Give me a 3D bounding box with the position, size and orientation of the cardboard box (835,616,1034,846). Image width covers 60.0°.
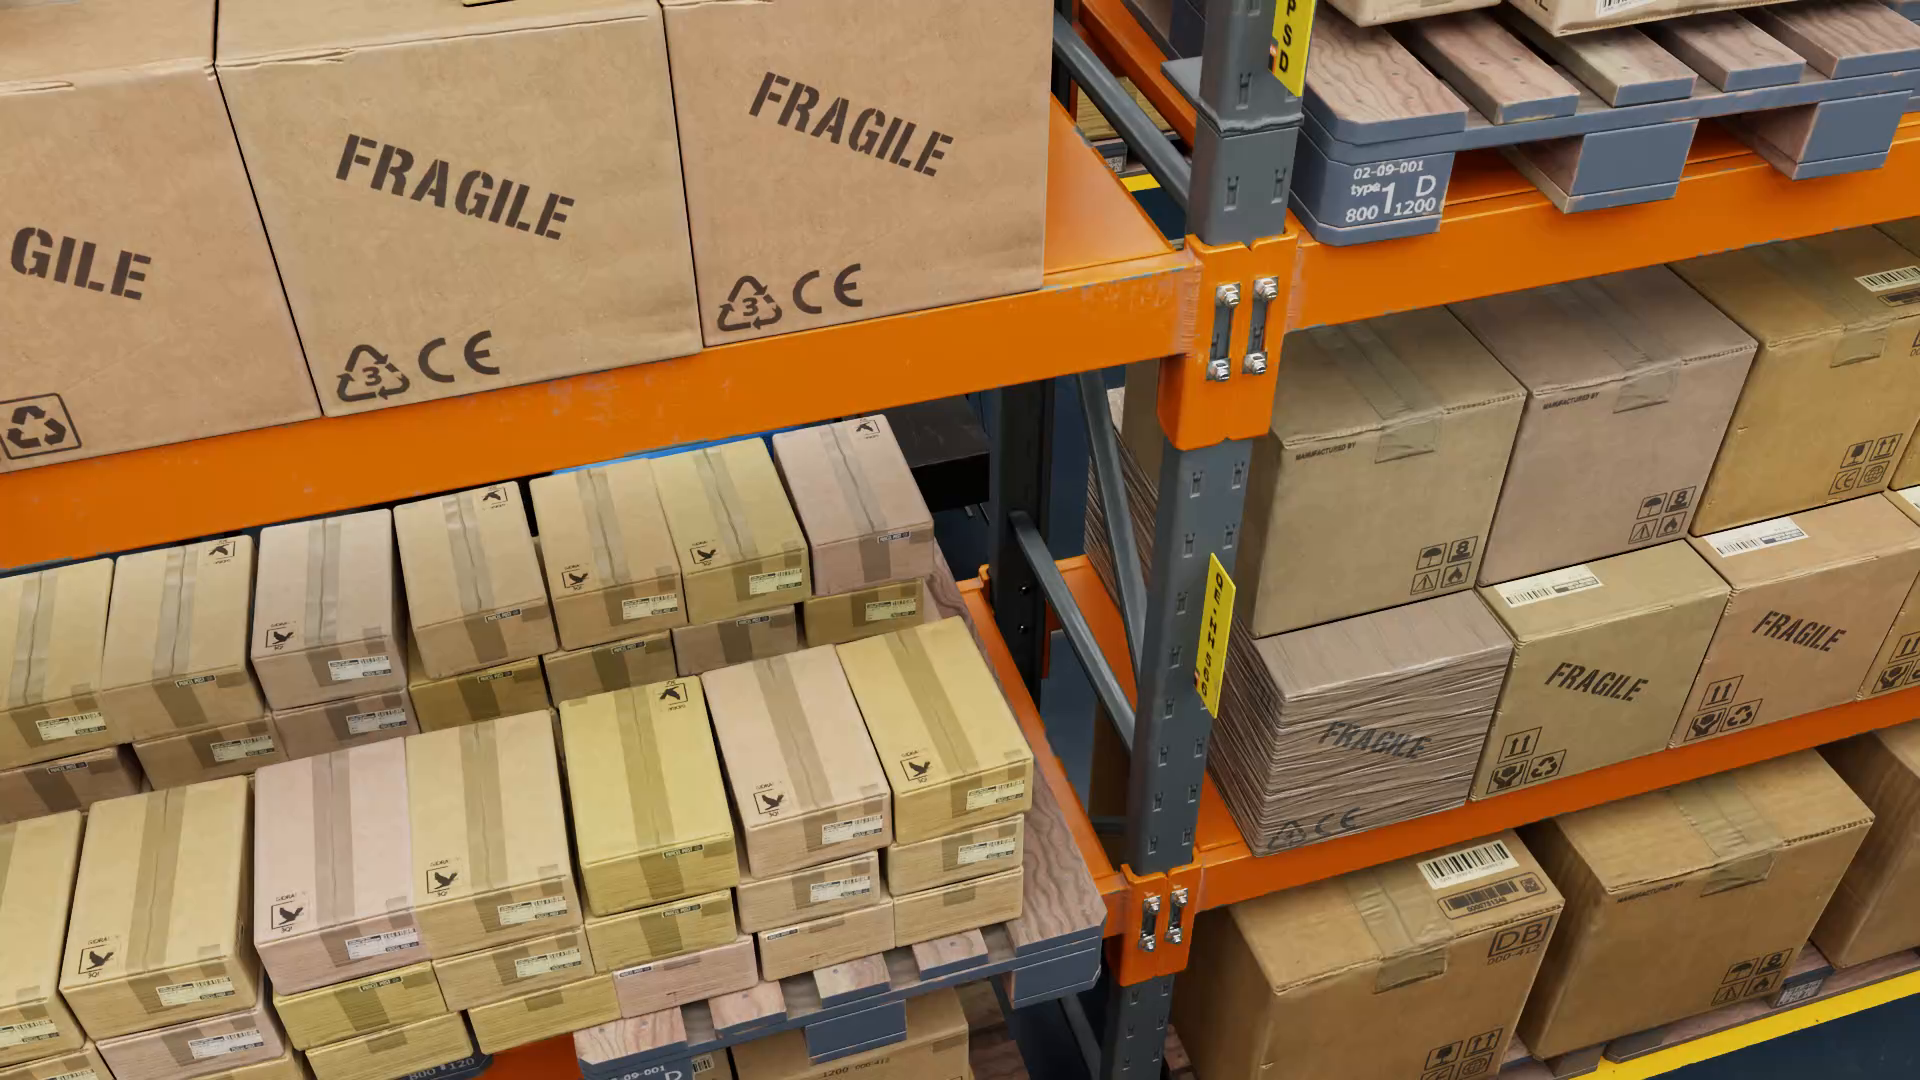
[{"bbox_3d":[-0.053,0.337,3.004,0.250,0.149,0.380,-13,43,-15],"label":"cardboard box"}]

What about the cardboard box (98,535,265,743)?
[{"bbox_3d":[-1.475,0.183,3.181,0.250,0.149,0.380,-10,42,-12],"label":"cardboard box"}]

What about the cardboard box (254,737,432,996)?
[{"bbox_3d":[-1.028,0.536,2.776,0.250,0.149,0.380,-12,42,-13],"label":"cardboard box"}]

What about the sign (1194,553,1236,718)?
[{"bbox_3d":[0.449,0.172,2.953,0.005,0.325,0.100,-12,42,-13],"label":"sign"}]

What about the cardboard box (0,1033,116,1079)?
[{"bbox_3d":[-1.533,0.755,2.751,0.250,0.149,0.380,-13,43,-14],"label":"cardboard box"}]

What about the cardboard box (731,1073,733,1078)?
[{"bbox_3d":[-0.768,1.417,3.928,0.500,0.500,0.500,-10,42,-11],"label":"cardboard box"}]

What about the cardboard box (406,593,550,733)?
[{"bbox_3d":[-0.996,0.194,3.394,0.250,0.149,0.380,-12,42,-13],"label":"cardboard box"}]

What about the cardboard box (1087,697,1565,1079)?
[{"bbox_3d":[0.885,0.865,4.371,0.750,0.750,1.050,-12,43,-14],"label":"cardboard box"}]

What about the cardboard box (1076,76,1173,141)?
[{"bbox_3d":[0.662,-2.418,8.416,0.625,0.372,0.950,-10,42,-12],"label":"cardboard box"}]

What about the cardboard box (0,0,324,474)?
[{"bbox_3d":[-1.142,-0.452,2.132,0.500,0.500,0.500,-12,42,-13],"label":"cardboard box"}]

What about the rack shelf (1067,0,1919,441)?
[{"bbox_3d":[2.185,-1.014,3.398,4.000,0.370,1.077,-12,42,-13],"label":"rack shelf"}]

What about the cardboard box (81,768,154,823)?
[{"bbox_3d":[-1.723,0.452,3.325,0.250,0.149,0.380,-13,43,-14],"label":"cardboard box"}]

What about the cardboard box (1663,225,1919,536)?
[{"bbox_3d":[1.679,-0.460,3.661,0.500,0.500,0.700,-12,43,-14],"label":"cardboard box"}]

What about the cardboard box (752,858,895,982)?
[{"bbox_3d":[-0.293,0.610,3.144,0.250,0.149,0.380,-12,43,-13],"label":"cardboard box"}]

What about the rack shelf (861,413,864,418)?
[{"bbox_3d":[-0.158,-0.748,5.531,0.480,0.518,0.431,-12,42,-13],"label":"rack shelf"}]

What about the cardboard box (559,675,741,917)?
[{"bbox_3d":[-0.543,0.437,2.890,0.250,0.149,0.380,-10,42,-12],"label":"cardboard box"}]

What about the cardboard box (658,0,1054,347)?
[{"bbox_3d":[-0.191,-0.655,2.364,0.500,0.500,0.500,-12,42,-13],"label":"cardboard box"}]

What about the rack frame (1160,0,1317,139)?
[{"bbox_3d":[0.277,-2.019,1.722,0.127,3.000,1.000,-12,42,-13],"label":"rack frame"}]

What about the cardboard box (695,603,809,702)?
[{"bbox_3d":[-0.466,0.191,3.623,0.250,0.149,0.380,-10,42,-11],"label":"cardboard box"}]

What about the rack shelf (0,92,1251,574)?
[{"bbox_3d":[-1.630,-0.224,2.493,4.000,0.370,1.077,-12,42,-13],"label":"rack shelf"}]

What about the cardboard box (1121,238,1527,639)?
[{"bbox_3d":[0.708,-0.257,3.428,0.500,0.500,0.700,-12,43,-13],"label":"cardboard box"}]

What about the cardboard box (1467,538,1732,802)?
[{"bbox_3d":[1.271,0.181,3.687,0.500,0.500,0.500,-12,43,-13],"label":"cardboard box"}]

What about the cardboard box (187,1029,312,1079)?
[{"bbox_3d":[-1.280,0.812,2.912,0.250,0.149,0.380,-10,42,-12],"label":"cardboard box"}]

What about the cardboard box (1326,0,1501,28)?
[{"bbox_3d":[0.644,-0.957,2.581,0.250,0.149,0.380,-13,43,-15],"label":"cardboard box"}]

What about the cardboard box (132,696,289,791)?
[{"bbox_3d":[-1.472,0.289,3.285,0.250,0.149,0.380,-12,43,-13],"label":"cardboard box"}]

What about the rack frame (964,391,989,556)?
[{"bbox_3d":[0.075,-0.806,5.577,0.015,2.100,0.400,-12,42,-13],"label":"rack frame"}]

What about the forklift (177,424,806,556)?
[{"bbox_3d":[-2.027,-0.588,4.696,3.031,2.935,1.130,-16,44,-18],"label":"forklift"}]

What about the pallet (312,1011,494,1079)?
[{"bbox_3d":[-1.599,0.729,3.282,1.213,0.211,1.003,-12,42,-13],"label":"pallet"}]

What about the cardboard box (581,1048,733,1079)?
[{"bbox_3d":[-0.775,1.147,3.668,0.500,0.250,0.500,-11,42,-12],"label":"cardboard box"}]

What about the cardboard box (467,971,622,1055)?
[{"bbox_3d":[-0.777,0.708,3.031,0.250,0.149,0.380,-12,43,-14],"label":"cardboard box"}]

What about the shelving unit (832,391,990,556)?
[{"bbox_3d":[-0.158,-0.758,5.522,0.503,2.100,0.431,-12,42,-13],"label":"shelving unit"}]

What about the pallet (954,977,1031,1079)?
[{"bbox_3d":[-0.469,1.443,4.437,1.213,0.211,1.003,-12,42,-13],"label":"pallet"}]

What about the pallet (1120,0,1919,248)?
[{"bbox_3d":[0.875,-0.979,2.955,1.003,0.211,1.213,-10,42,-11],"label":"pallet"}]

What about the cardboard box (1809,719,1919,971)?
[{"bbox_3d":[2.606,0.506,4.782,0.750,0.750,1.050,-12,42,-13],"label":"cardboard box"}]

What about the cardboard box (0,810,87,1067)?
[{"bbox_3d":[-1.535,0.642,2.655,0.250,0.149,0.380,-10,42,-12],"label":"cardboard box"}]

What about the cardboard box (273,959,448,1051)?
[{"bbox_3d":[-1.038,0.652,2.870,0.250,0.149,0.380,-12,43,-13],"label":"cardboard box"}]

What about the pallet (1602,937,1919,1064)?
[{"bbox_3d":[2.213,0.943,5.011,1.213,0.211,1.003,-12,42,-13],"label":"pallet"}]

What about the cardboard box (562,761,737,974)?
[{"bbox_3d":[-0.562,0.555,2.980,0.250,0.149,0.380,-11,42,-12],"label":"cardboard box"}]

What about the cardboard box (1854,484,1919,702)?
[{"bbox_3d":[2.228,-0.016,3.912,0.500,0.500,0.500,-12,43,-14],"label":"cardboard box"}]

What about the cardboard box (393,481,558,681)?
[{"bbox_3d":[-0.965,0.074,3.305,0.250,0.149,0.380,-13,43,-15],"label":"cardboard box"}]

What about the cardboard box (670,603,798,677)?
[{"bbox_3d":[-0.502,0.089,3.514,0.250,0.149,0.380,-10,42,-11],"label":"cardboard box"}]

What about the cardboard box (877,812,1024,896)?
[{"bbox_3d":[-0.057,0.448,3.103,0.250,0.149,0.380,-11,42,-12],"label":"cardboard box"}]

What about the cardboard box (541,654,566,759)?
[{"bbox_3d":[-0.980,0.299,3.500,0.250,0.149,0.380,-10,42,-11],"label":"cardboard box"}]

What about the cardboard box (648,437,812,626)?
[{"bbox_3d":[-0.477,-0.023,3.416,0.250,0.149,0.380,-13,43,-14],"label":"cardboard box"}]
